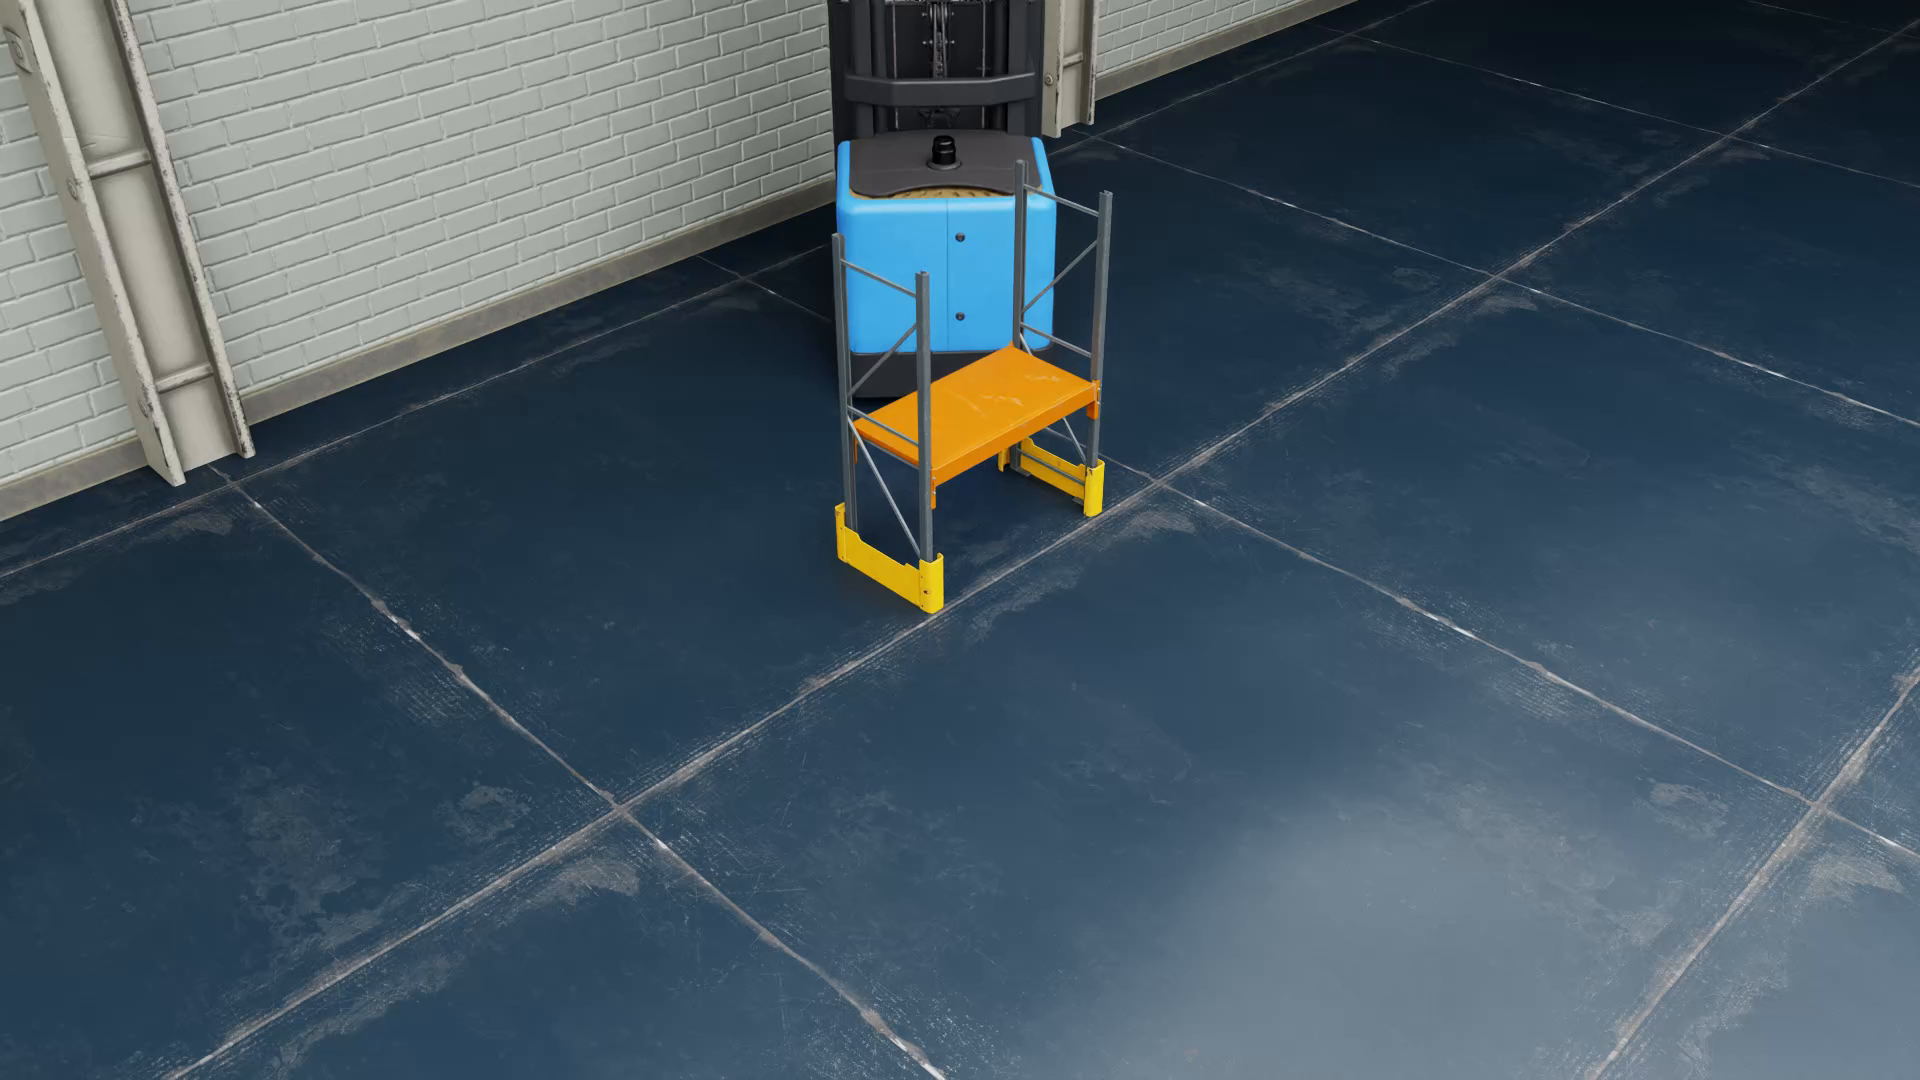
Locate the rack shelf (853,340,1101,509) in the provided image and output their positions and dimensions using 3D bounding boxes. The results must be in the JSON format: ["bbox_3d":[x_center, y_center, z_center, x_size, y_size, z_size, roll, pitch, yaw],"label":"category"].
[{"bbox_3d":[0.060,-0.502,6.974,0.538,0.185,1.000,30,45,35],"label":"rack shelf"}]

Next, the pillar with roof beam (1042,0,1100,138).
[{"bbox_3d":[3.723,-4.777,6.233,9.100,9.000,0.400,30,45,35],"label":"pillar with roof beam"}]

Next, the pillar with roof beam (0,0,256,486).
[{"bbox_3d":[-0.505,-2.341,2.740,9.100,9.000,0.400,30,45,35],"label":"pillar with roof beam"}]

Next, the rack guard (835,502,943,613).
[{"bbox_3d":[-0.297,0.069,6.933,0.587,0.250,0.087,30,45,35],"label":"rack guard"}]

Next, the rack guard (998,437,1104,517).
[{"bbox_3d":[0.405,-0.336,7.513,0.587,0.250,0.087,30,45,35],"label":"rack guard"}]

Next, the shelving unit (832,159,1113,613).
[{"bbox_3d":[0.054,-0.646,6.865,0.587,1.500,1.083,30,45,35],"label":"shelving unit"}]

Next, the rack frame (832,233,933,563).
[{"bbox_3d":[-0.298,-0.443,6.575,0.500,1.500,0.032,30,45,35],"label":"rack frame"}]

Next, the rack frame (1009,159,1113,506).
[{"bbox_3d":[0.418,-0.856,7.167,0.500,1.500,0.032,30,45,35],"label":"rack frame"}]

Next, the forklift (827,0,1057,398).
[{"bbox_3d":[-0.130,-2.715,8.580,1.130,2.935,3.031,-2,35,-2],"label":"forklift"}]
